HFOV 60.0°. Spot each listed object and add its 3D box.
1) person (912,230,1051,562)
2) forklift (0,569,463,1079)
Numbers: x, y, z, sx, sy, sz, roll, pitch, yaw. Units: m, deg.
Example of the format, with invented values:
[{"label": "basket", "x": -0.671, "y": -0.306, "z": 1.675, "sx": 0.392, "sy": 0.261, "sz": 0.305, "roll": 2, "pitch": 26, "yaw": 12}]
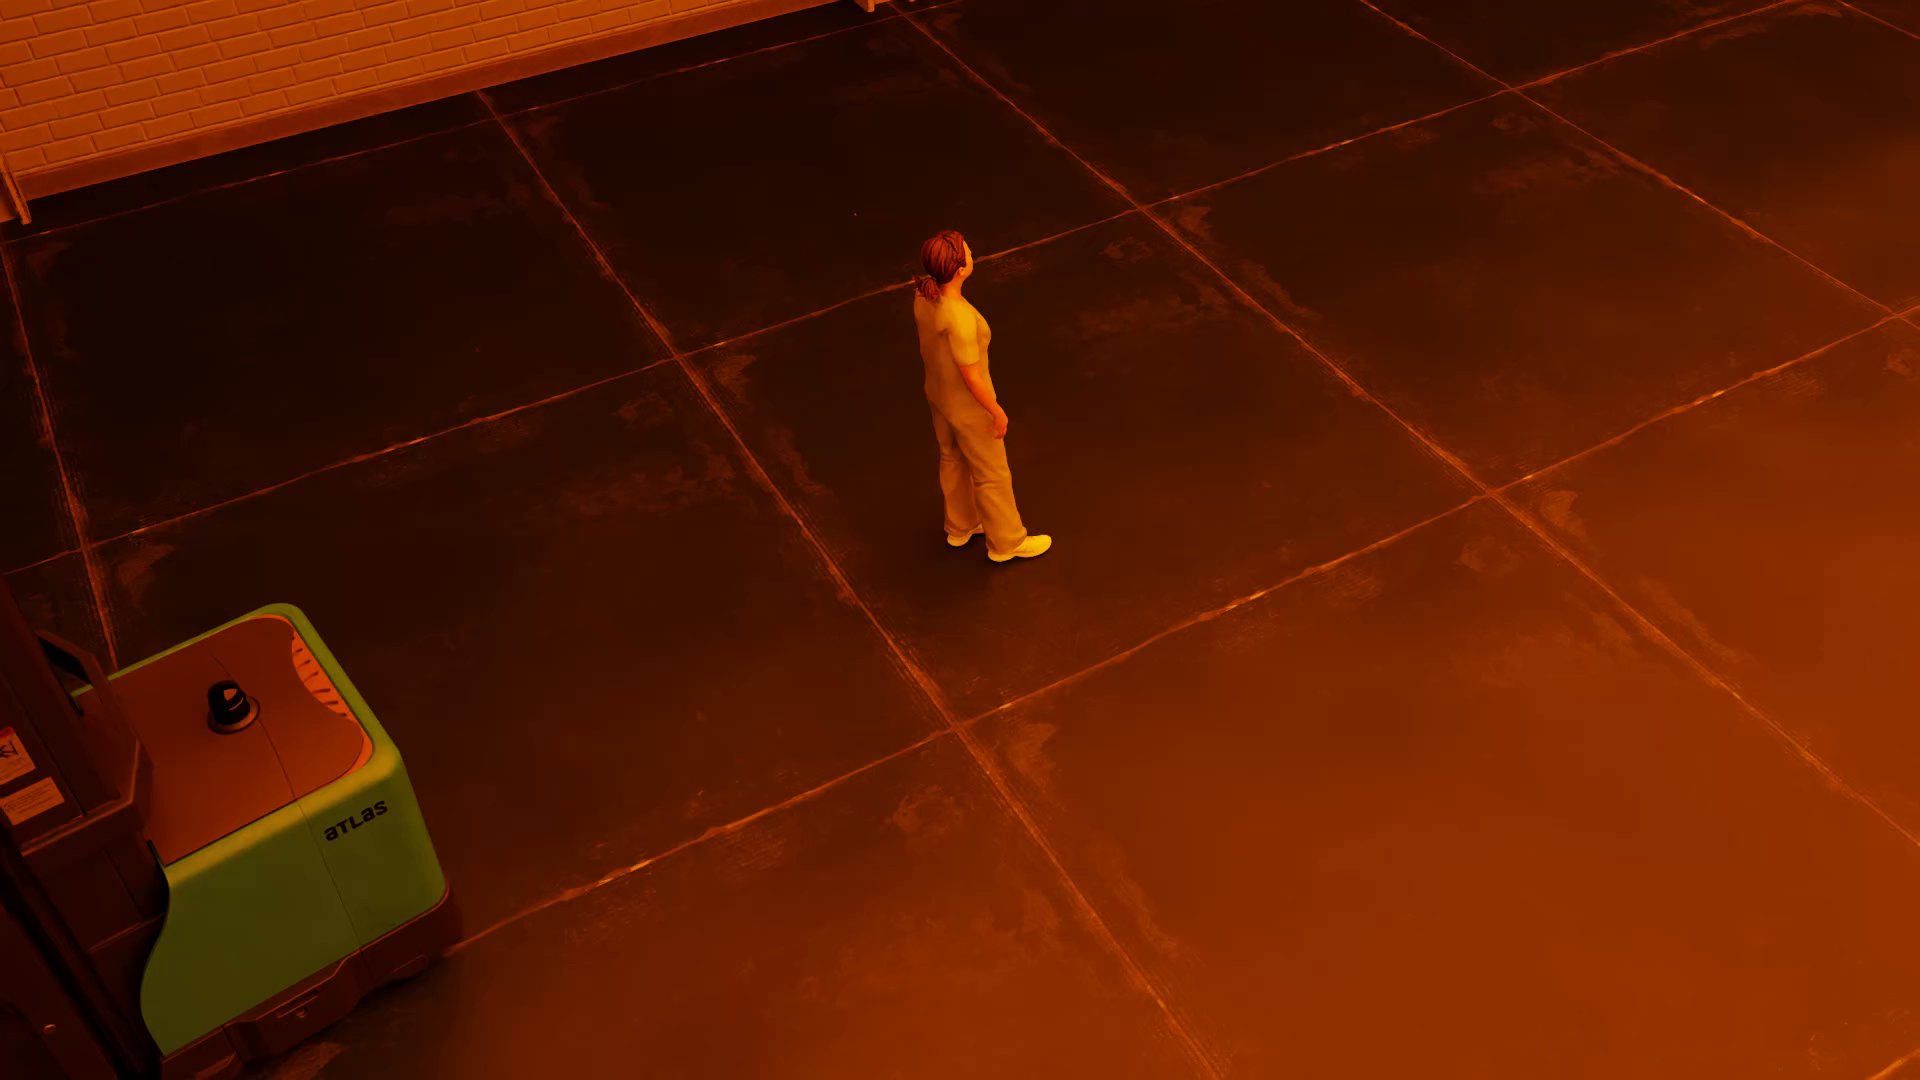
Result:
[{"label": "person", "x": 0.071, "y": -0.637, "z": 7.297, "sx": 0.548, "sy": 1.673, "sz": 0.549, "roll": -21, "pitch": 47, "yaw": -21}, {"label": "forklift", "x": -3.323, "y": 0.792, "z": 4.844, "sx": 3.031, "sy": 2.935, "sz": 1.130, "roll": -28, "pitch": 50, "yaw": -27}]
